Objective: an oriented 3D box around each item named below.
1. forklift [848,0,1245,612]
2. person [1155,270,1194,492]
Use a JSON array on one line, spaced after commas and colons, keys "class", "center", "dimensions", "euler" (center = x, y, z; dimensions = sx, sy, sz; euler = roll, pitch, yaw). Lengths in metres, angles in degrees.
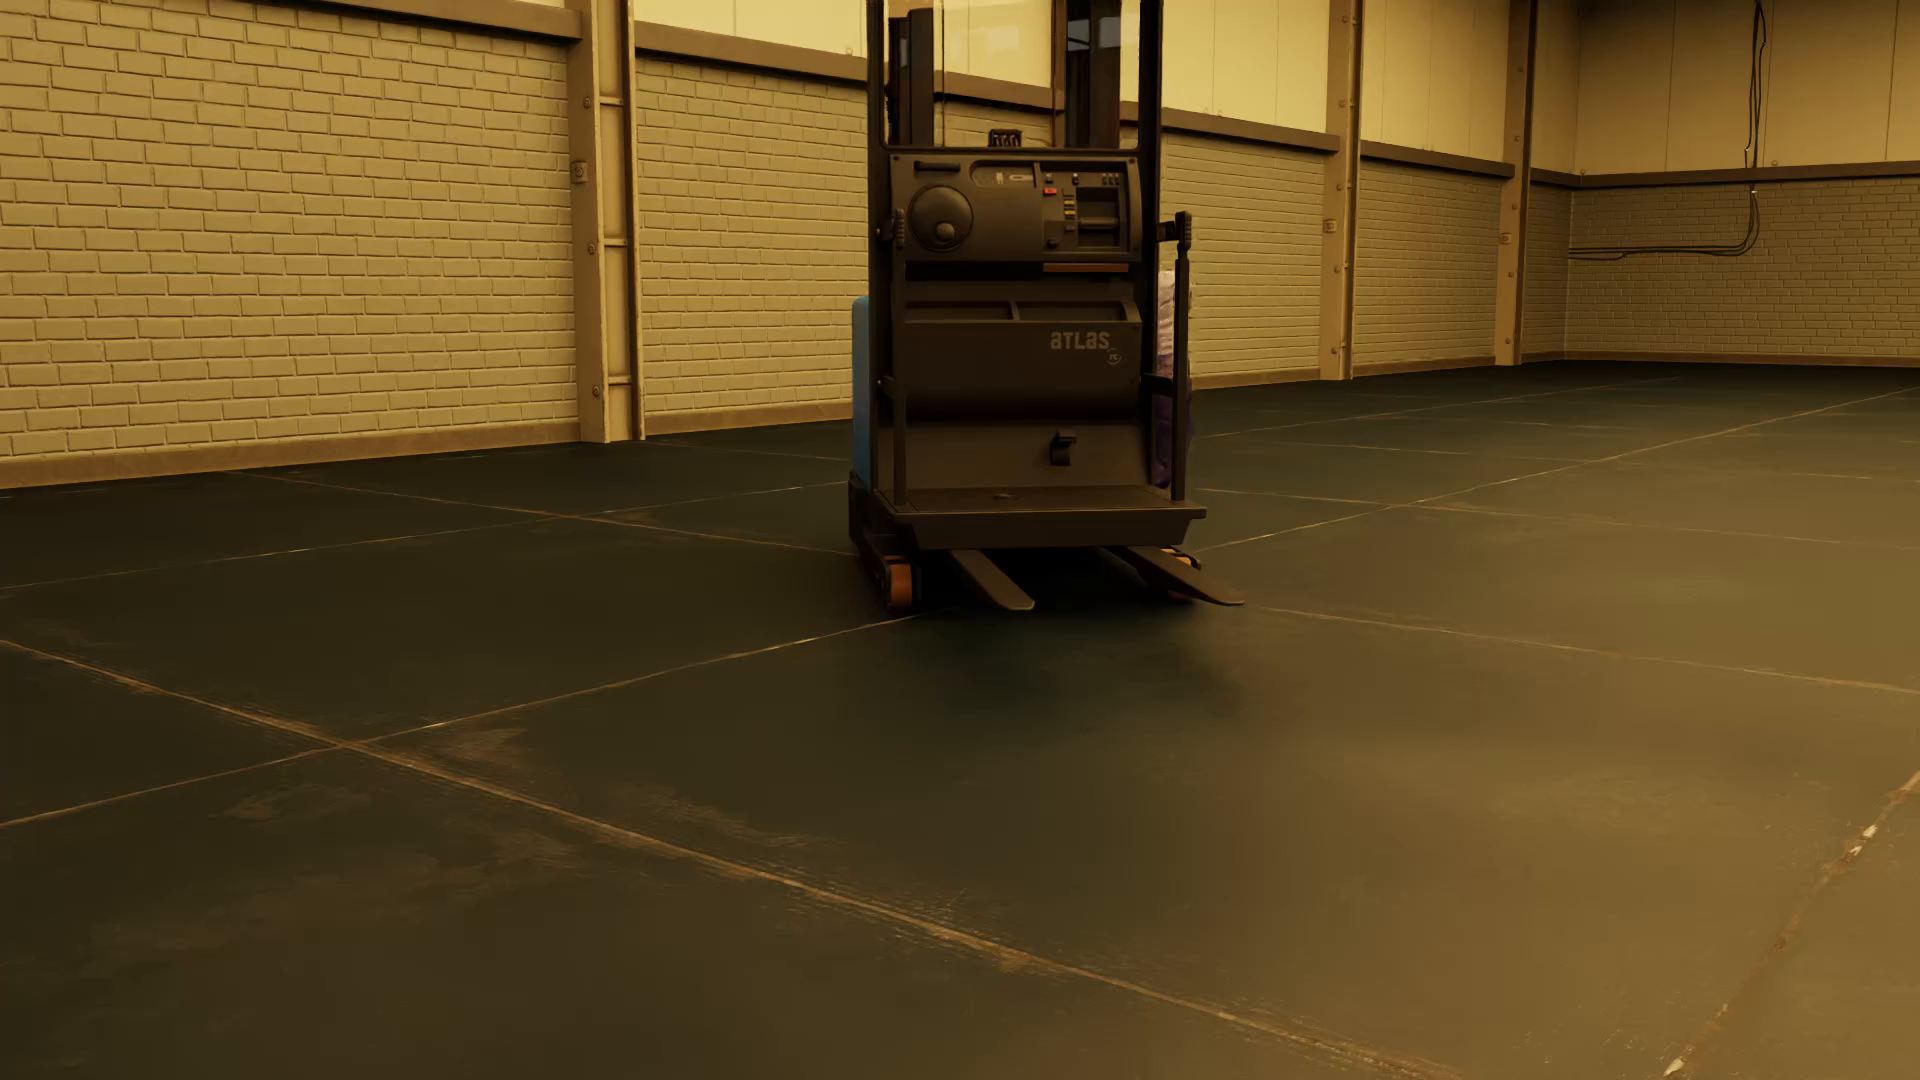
[{"class": "forklift", "center": [0.241, -1.262, 5.909], "dimensions": [1.130, 2.935, 3.031], "euler": [-1, 8, -8]}, {"class": "person", "center": [0.805, -0.764, 8.020], "dimensions": [0.631, 1.426, 0.906], "euler": [6, 10, 37]}]
